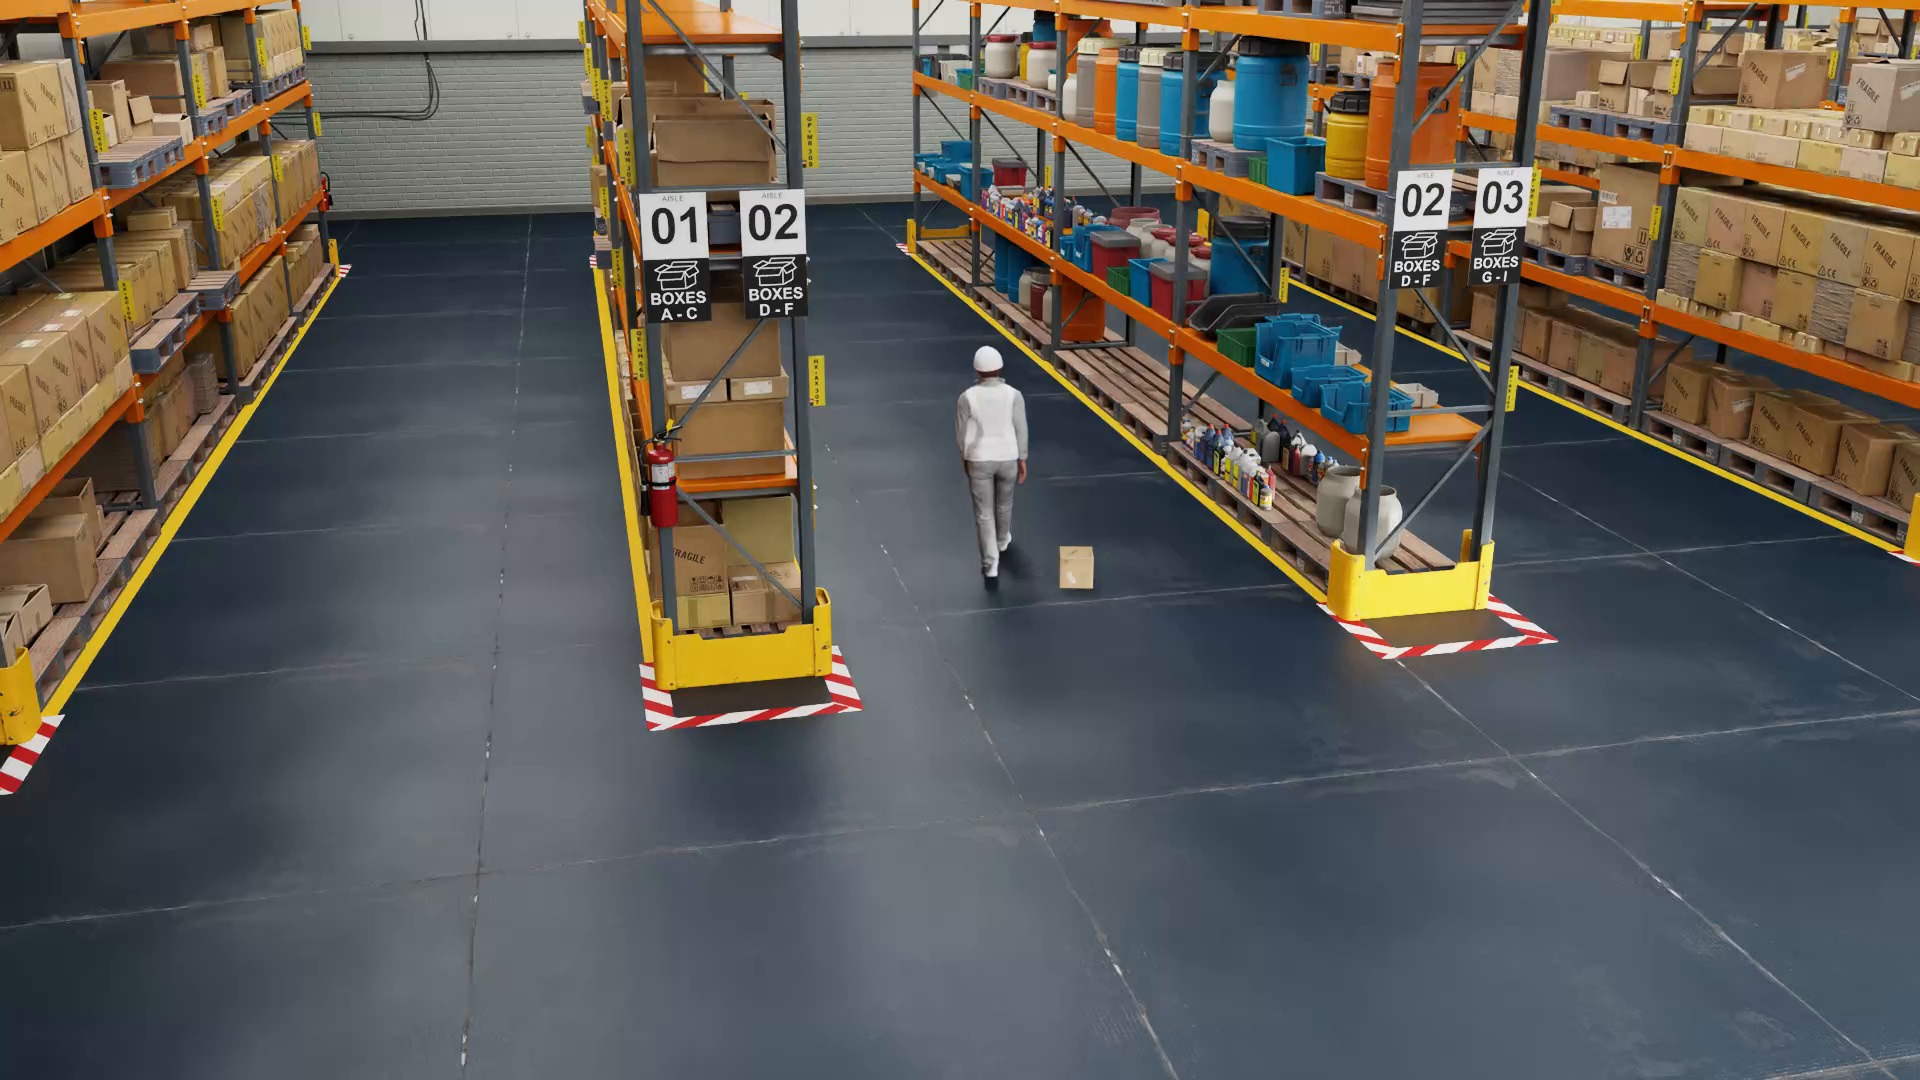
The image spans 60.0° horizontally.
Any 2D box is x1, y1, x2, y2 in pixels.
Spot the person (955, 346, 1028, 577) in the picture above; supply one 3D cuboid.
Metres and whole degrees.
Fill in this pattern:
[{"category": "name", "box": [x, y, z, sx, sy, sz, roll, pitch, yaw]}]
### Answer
[{"category": "person", "box": [0.232, -0.643, 12.830, 0.549, 1.728, 1.003, -3, 20, -9]}]
